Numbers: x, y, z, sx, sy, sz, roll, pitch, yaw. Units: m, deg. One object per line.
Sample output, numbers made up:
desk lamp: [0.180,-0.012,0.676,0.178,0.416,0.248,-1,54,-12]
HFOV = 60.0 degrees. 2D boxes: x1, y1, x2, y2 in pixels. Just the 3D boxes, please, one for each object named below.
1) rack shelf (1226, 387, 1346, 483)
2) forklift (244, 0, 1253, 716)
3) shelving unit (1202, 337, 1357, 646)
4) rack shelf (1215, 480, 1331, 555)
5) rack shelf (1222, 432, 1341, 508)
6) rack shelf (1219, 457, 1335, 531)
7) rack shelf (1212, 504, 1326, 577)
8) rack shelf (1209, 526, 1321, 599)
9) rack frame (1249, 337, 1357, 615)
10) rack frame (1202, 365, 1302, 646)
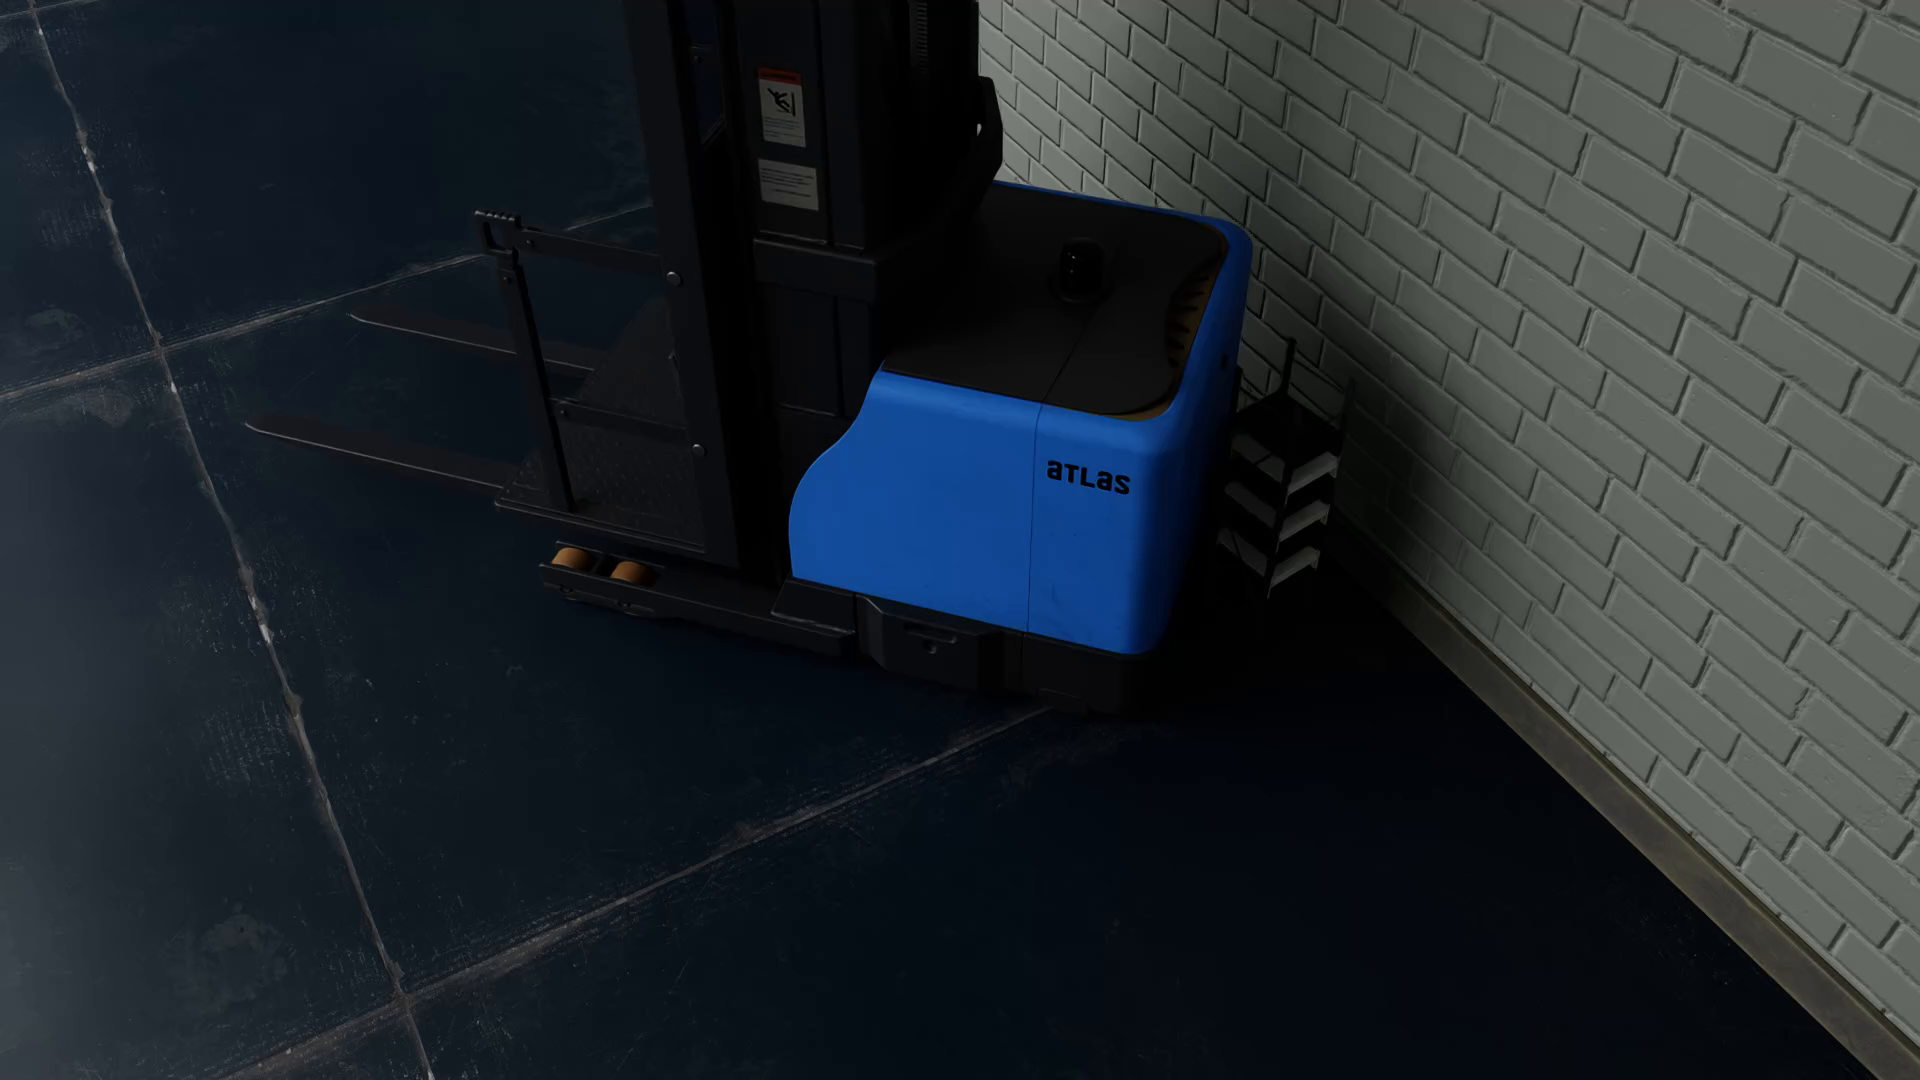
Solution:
rack shelf: [0.892,-0.290,4.563,0.200,0.077,0.258,-28,51,-26]
forklift: [-0.747,-1.160,4.341,3.031,2.935,1.130,13,46,13]
shelving unit: [0.892,-0.121,4.728,0.210,0.900,0.258,-28,51,-26]
rack shelf: [0.892,-0.097,4.751,0.200,0.077,0.258,-28,51,-26]
rack shelf: [0.892,-0.226,4.626,0.200,0.077,0.258,-28,51,-26]
rack shelf: [0.892,-0.161,4.689,0.200,0.077,0.258,-28,51,-26]
rack shelf: [0.892,-0.032,4.814,0.200,0.077,0.258,-28,51,-26]
rack shelf: [0.892,0.032,4.877,0.200,0.077,0.258,-28,51,-26]
rack frame: [0.972,-0.164,4.773,0.006,0.900,0.240,-28,51,-26]
rack frame: [0.811,-0.077,4.684,0.006,0.900,0.240,-28,51,-26]
